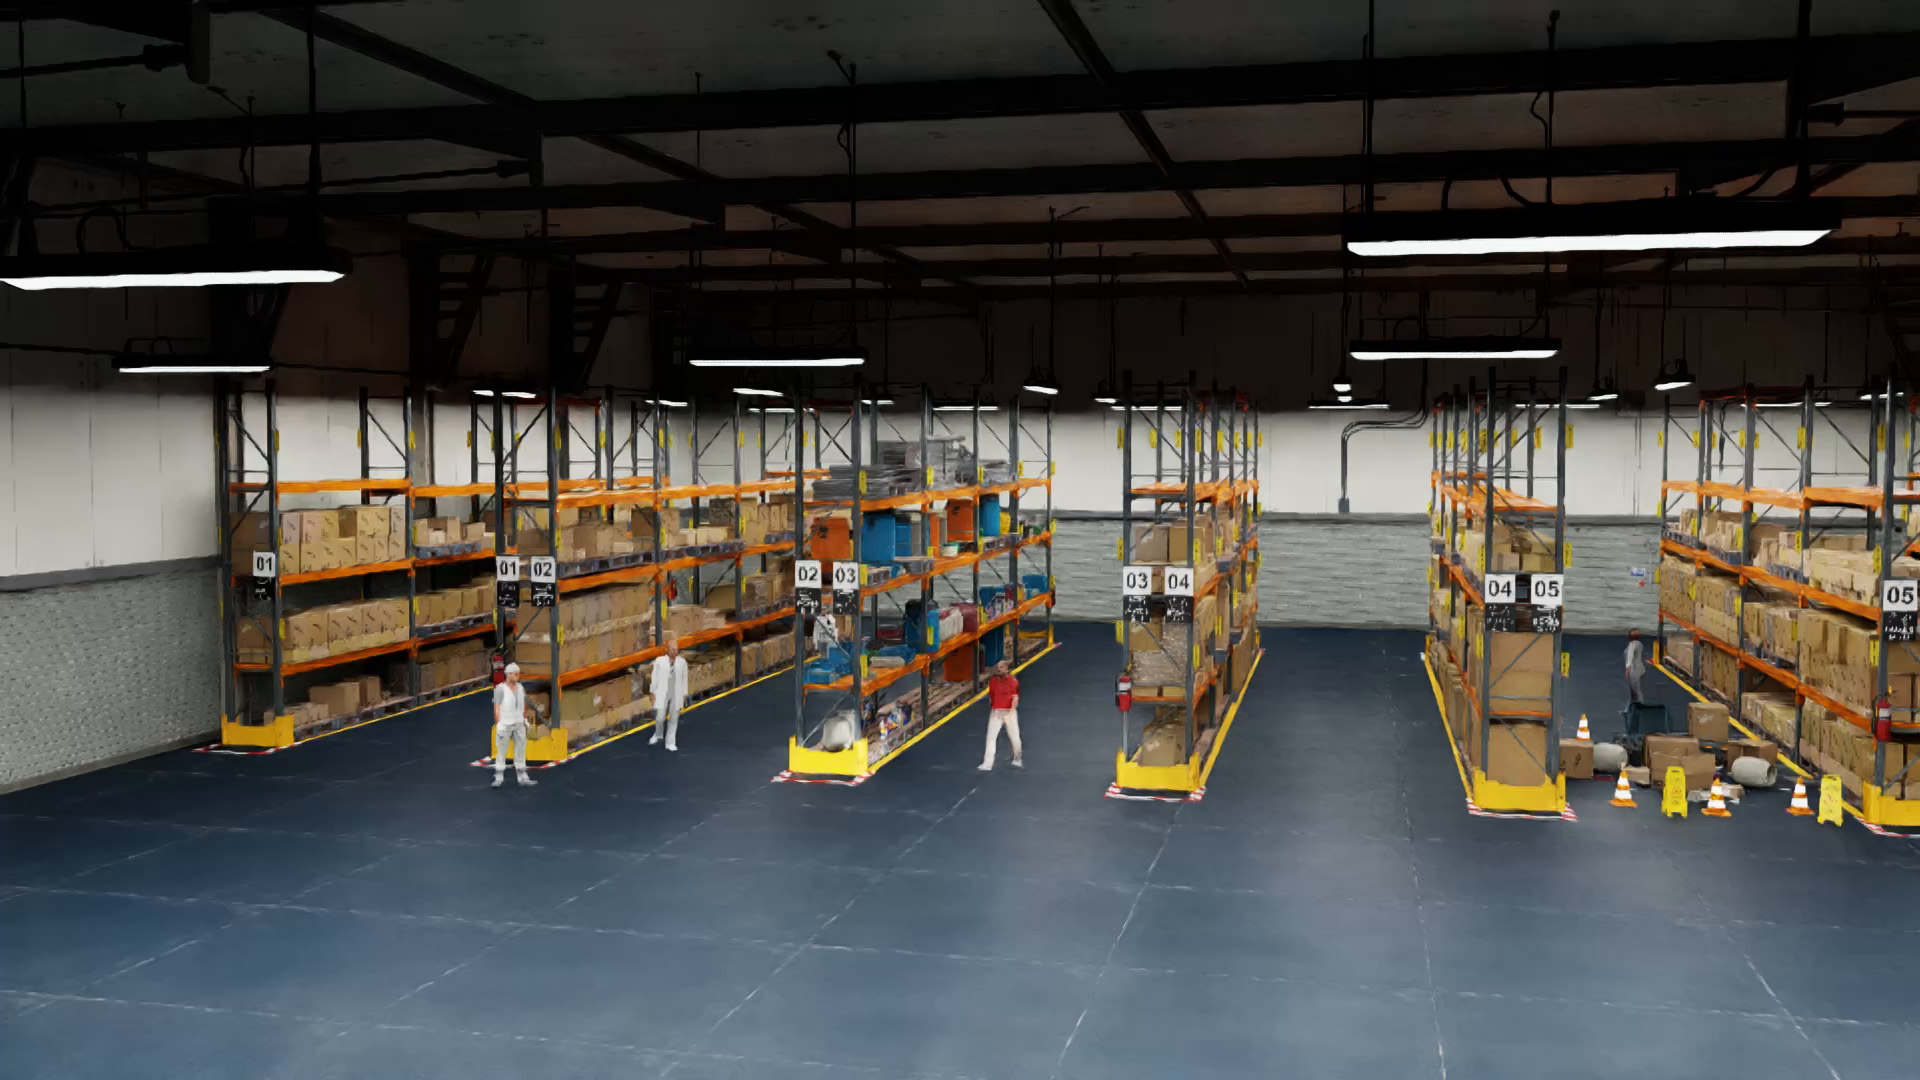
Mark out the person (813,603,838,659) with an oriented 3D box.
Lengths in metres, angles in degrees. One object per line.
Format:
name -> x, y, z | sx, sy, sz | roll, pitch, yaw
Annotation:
person -> -2.832, 2.097, 34.743 | 0.498, 1.585, 1.075 | 1, 3, 11

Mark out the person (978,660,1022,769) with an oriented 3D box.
person -> 0.659, 2.640, 25.268 | 0.532, 1.659, 1.040 | 1, 4, 22

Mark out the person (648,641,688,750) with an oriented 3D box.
person -> -4.733, 2.503, 26.948 | 0.627, 1.772, 0.585 | -1, 4, -22

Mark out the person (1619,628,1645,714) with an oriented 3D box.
person -> 12.161, 2.390, 30.042 | 0.522, 1.591, 0.522 | 3, 5, 41

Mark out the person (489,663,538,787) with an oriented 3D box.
person -> -6.465, 2.666, 23.955 | 0.473, 1.794, 0.639 | 3, 5, 42
